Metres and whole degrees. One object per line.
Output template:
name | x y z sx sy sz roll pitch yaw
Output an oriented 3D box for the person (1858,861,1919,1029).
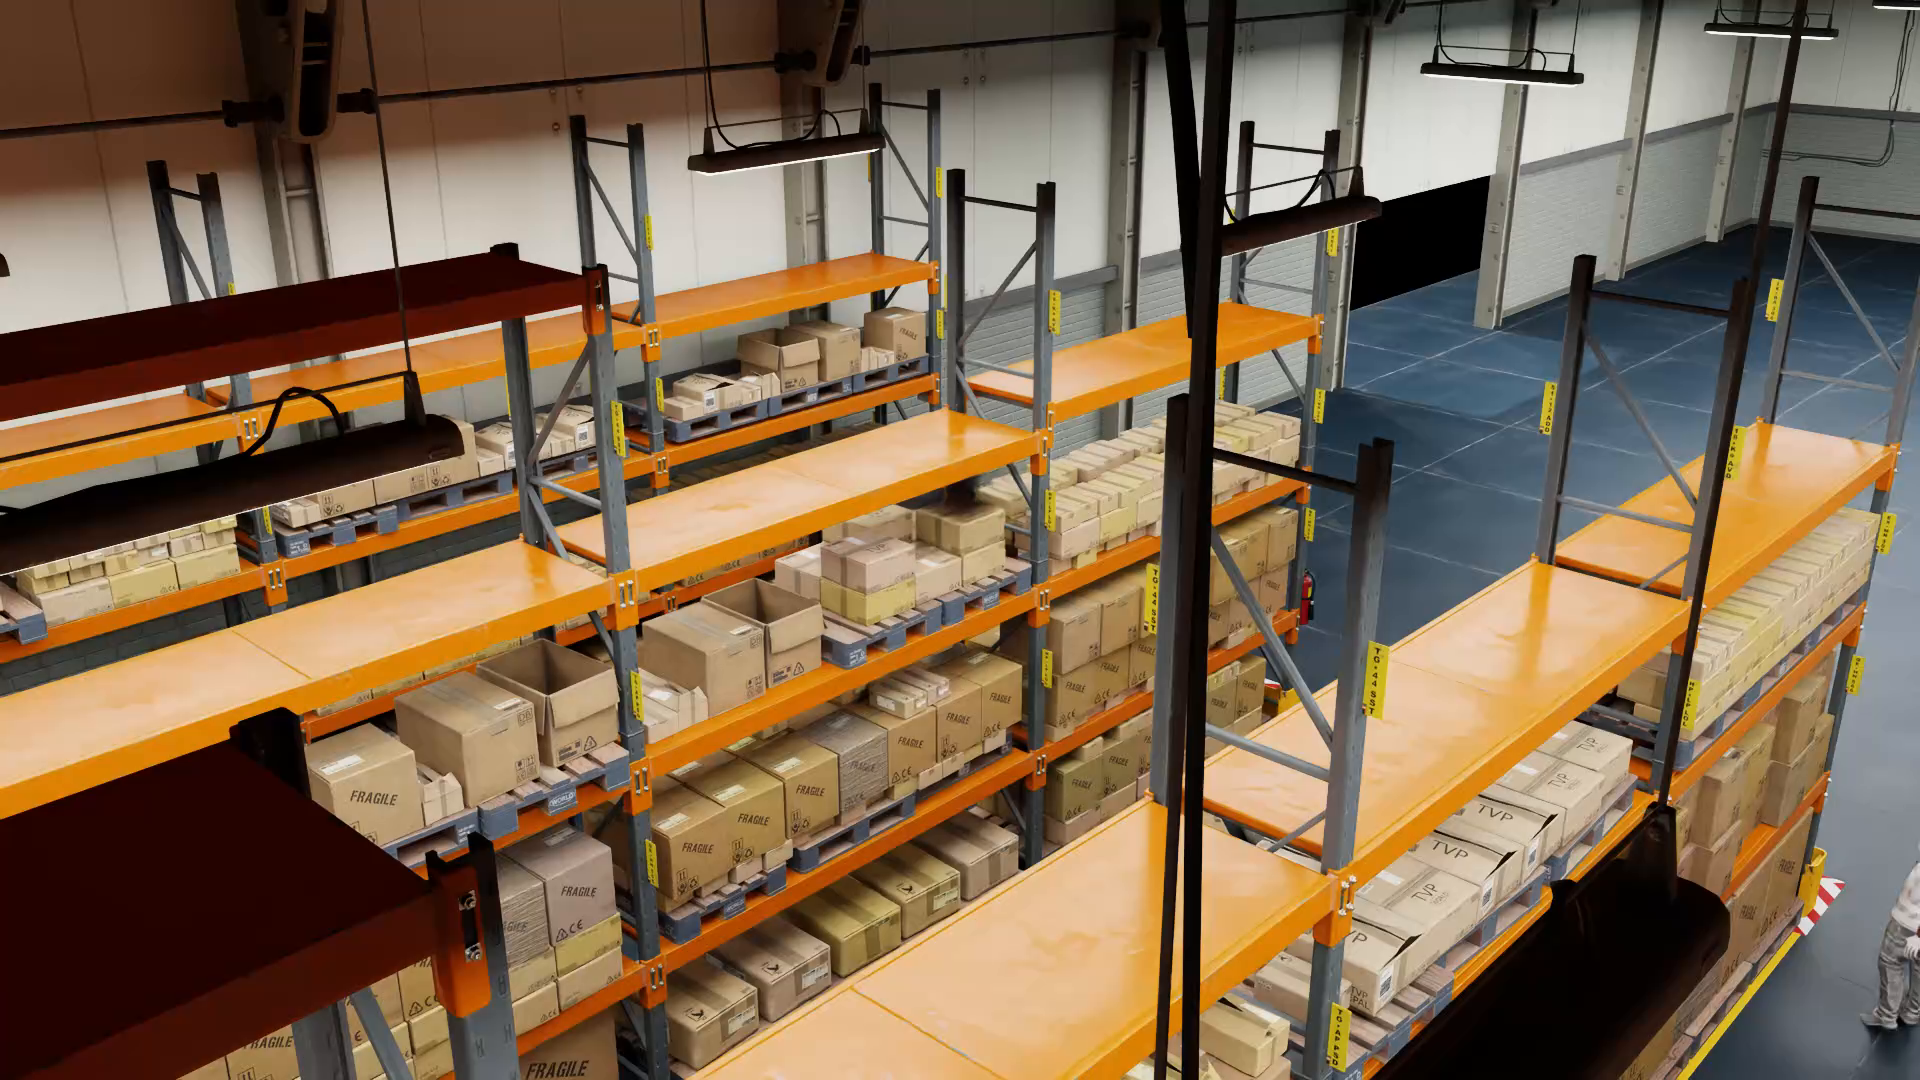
person | 7.093 2.835 12.293 0.605 1.833 0.595 -9 23 -21
